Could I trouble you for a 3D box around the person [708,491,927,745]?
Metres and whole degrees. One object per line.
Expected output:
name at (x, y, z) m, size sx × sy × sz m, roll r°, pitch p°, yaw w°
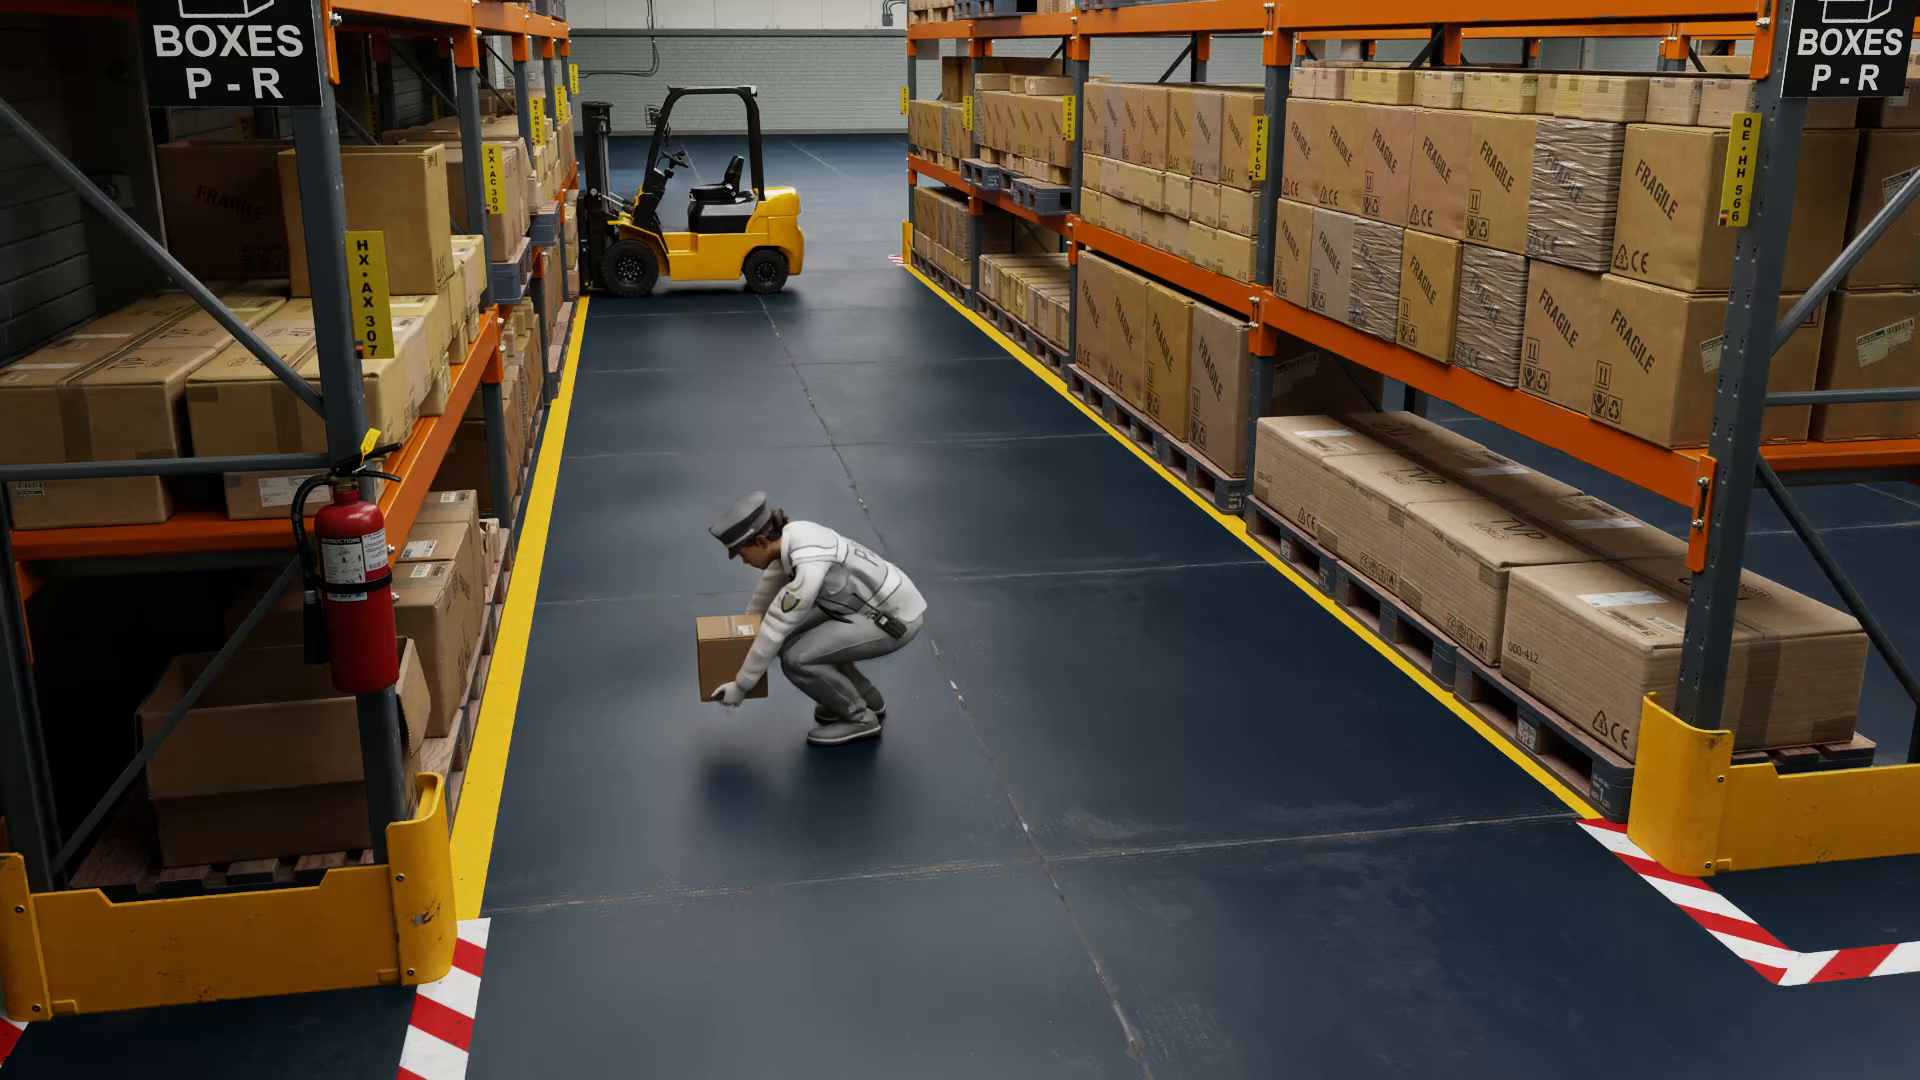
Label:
person at (-0.544, 0.278, 6.320) m, size 0.836 × 0.985 × 0.465 m, roll -4°, pitch 17°, yaw -12°
